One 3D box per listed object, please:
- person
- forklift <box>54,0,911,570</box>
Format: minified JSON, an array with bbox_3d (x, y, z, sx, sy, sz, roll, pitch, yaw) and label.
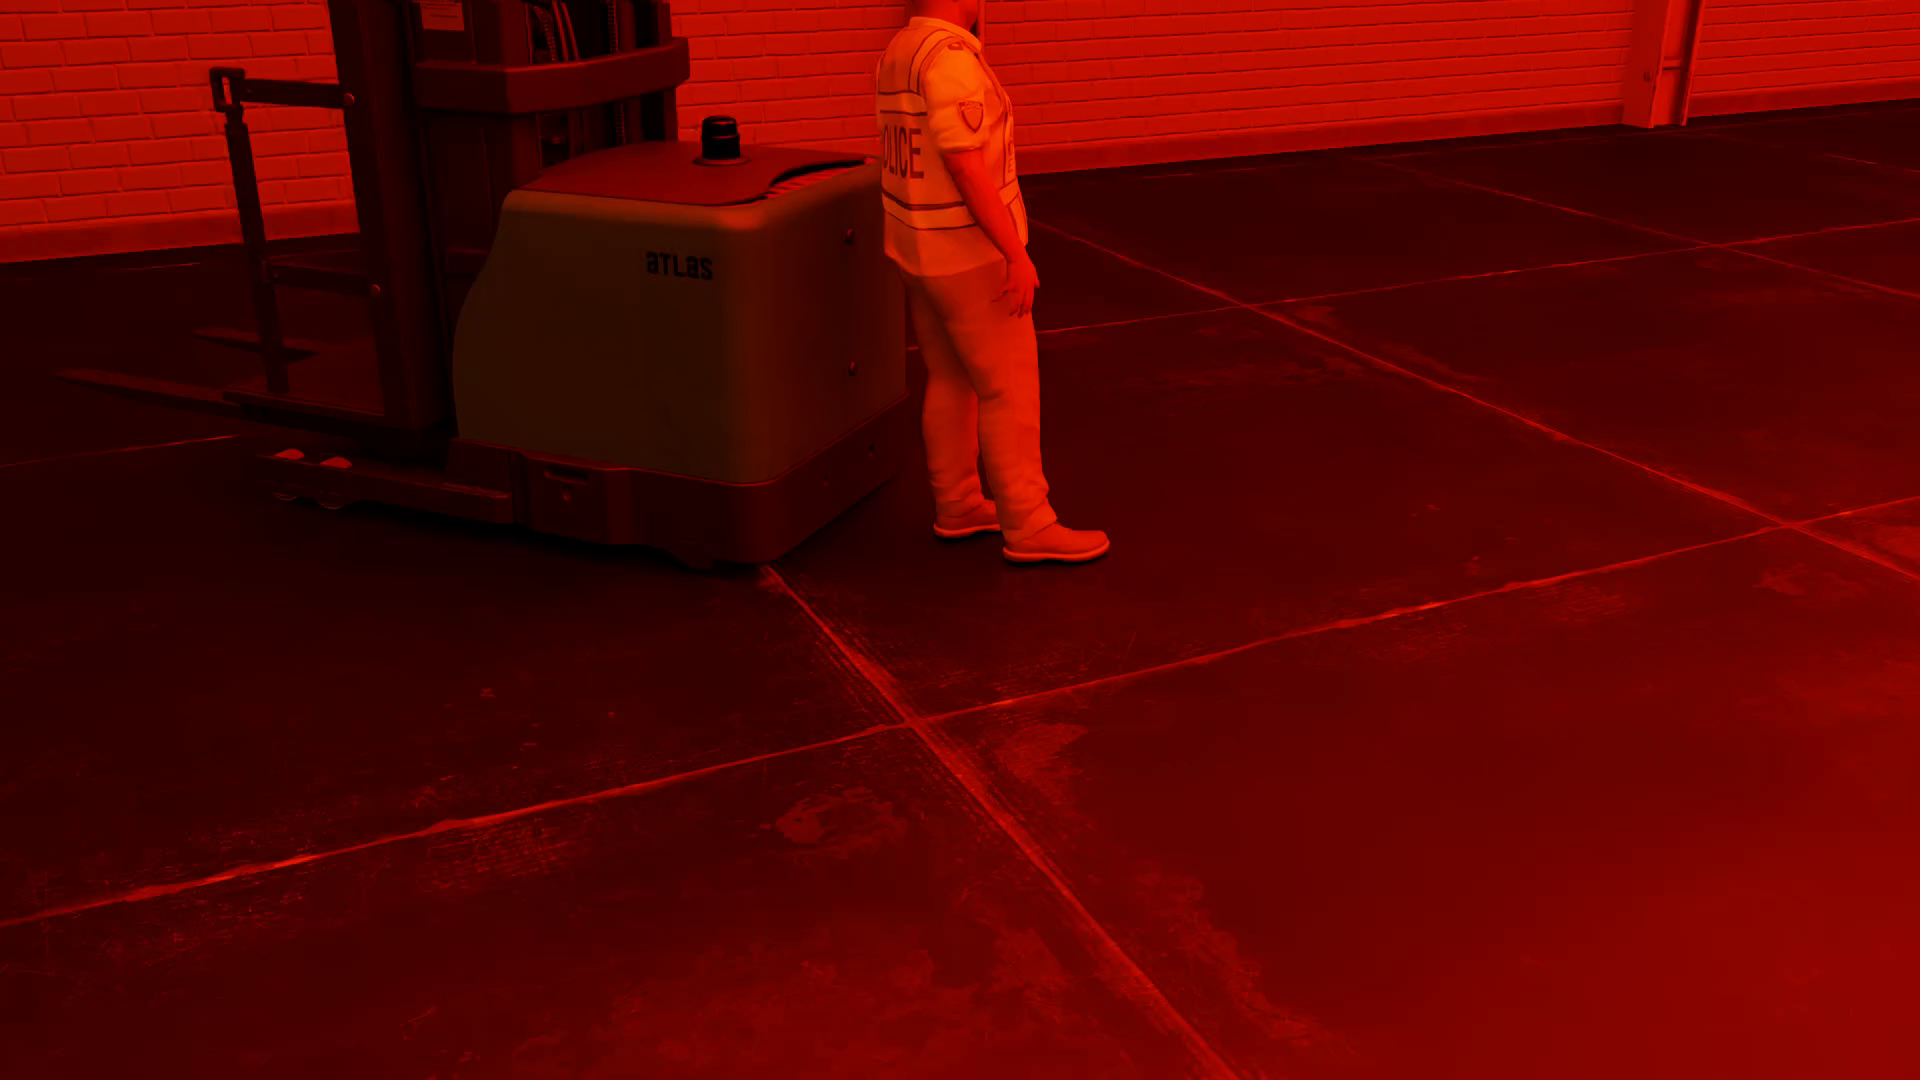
[{"bbox_3d":[0.075,-0.838,4.782,0.575,1.781,0.640,-10,25,-23],"label":"person"},{"bbox_3d":[-1.727,-1.624,5.196,3.031,2.935,1.130,10,24,22],"label":"forklift"}]
